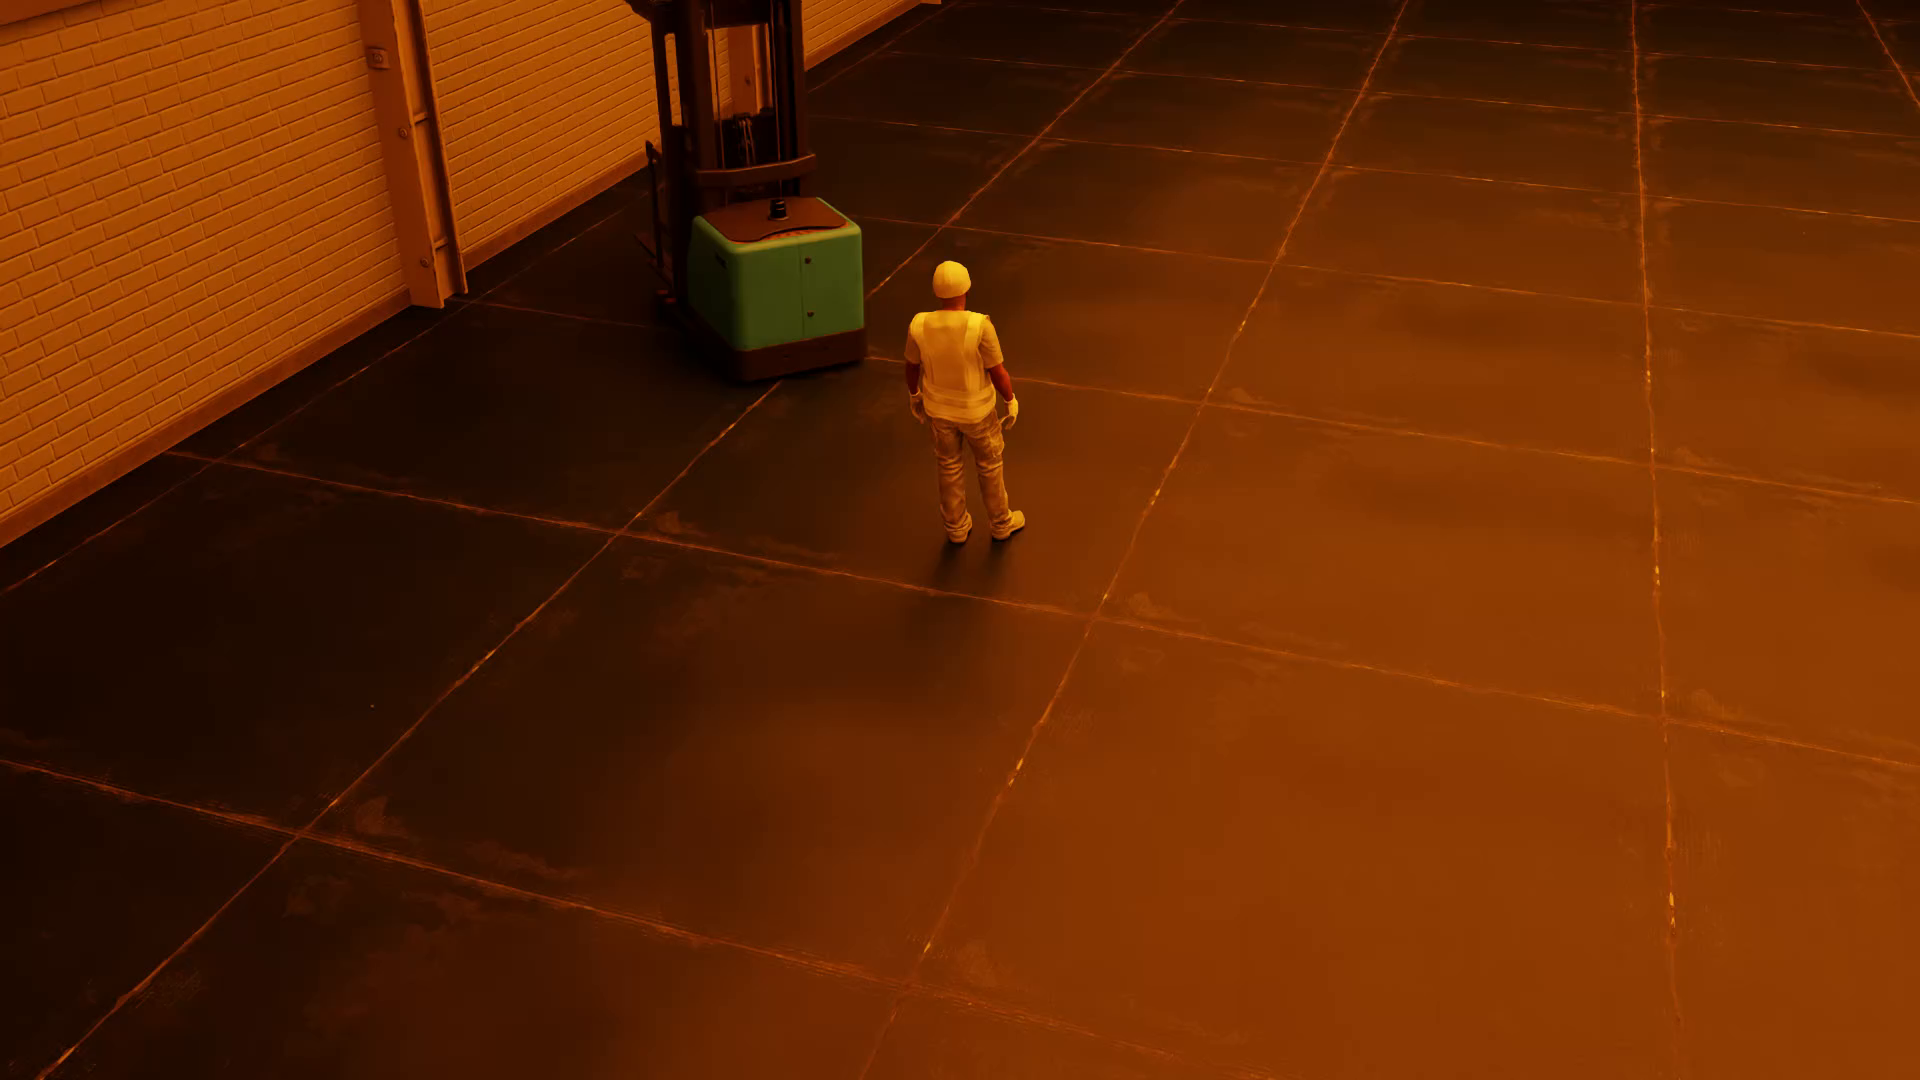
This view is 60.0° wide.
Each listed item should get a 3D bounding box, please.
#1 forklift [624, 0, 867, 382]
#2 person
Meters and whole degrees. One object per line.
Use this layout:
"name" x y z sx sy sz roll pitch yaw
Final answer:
"forklift" -1.806 -3.115 12.601 1.130 2.935 3.031 -14 33 -23
"person" 0.031 -0.814 9.708 0.657 1.785 0.575 10 31 16
